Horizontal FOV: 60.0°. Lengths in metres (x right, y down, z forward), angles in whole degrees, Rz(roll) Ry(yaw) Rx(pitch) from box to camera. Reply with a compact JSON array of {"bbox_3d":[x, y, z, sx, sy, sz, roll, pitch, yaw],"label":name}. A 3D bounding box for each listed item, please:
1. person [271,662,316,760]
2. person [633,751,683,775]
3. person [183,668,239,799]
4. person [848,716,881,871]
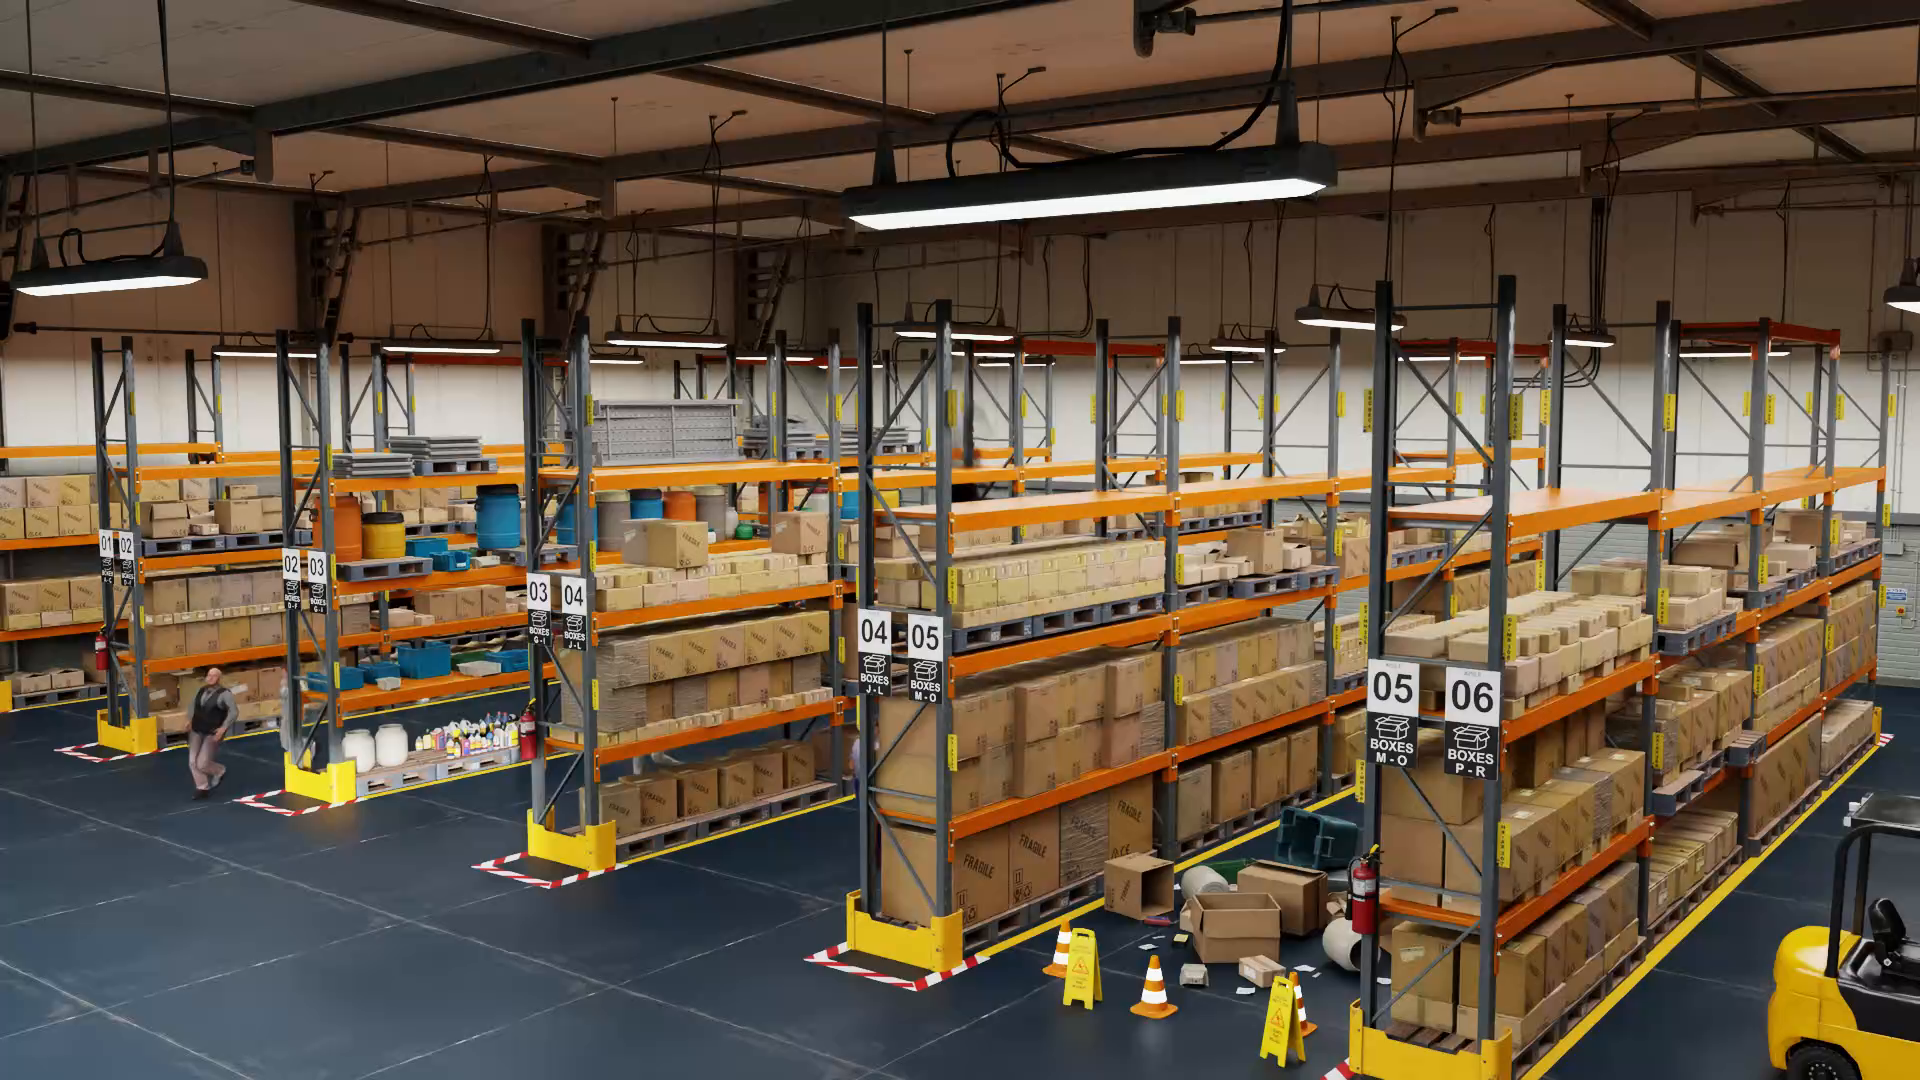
[{"bbox_3d":[-9.121,2.431,22.749,0.540,1.522,0.555,3,6,33],"label":"person"},{"bbox_3d":[-3.964,2.463,21.476,0.575,1.645,0.914,4,6,36],"label":"person"},{"bbox_3d":[-9.624,2.480,21.392,0.717,1.676,0.536,1,5,13],"label":"person"},{"bbox_3d":[-0.970,2.772,18.229,0.582,1.695,0.680,3,6,28],"label":"person"}]
